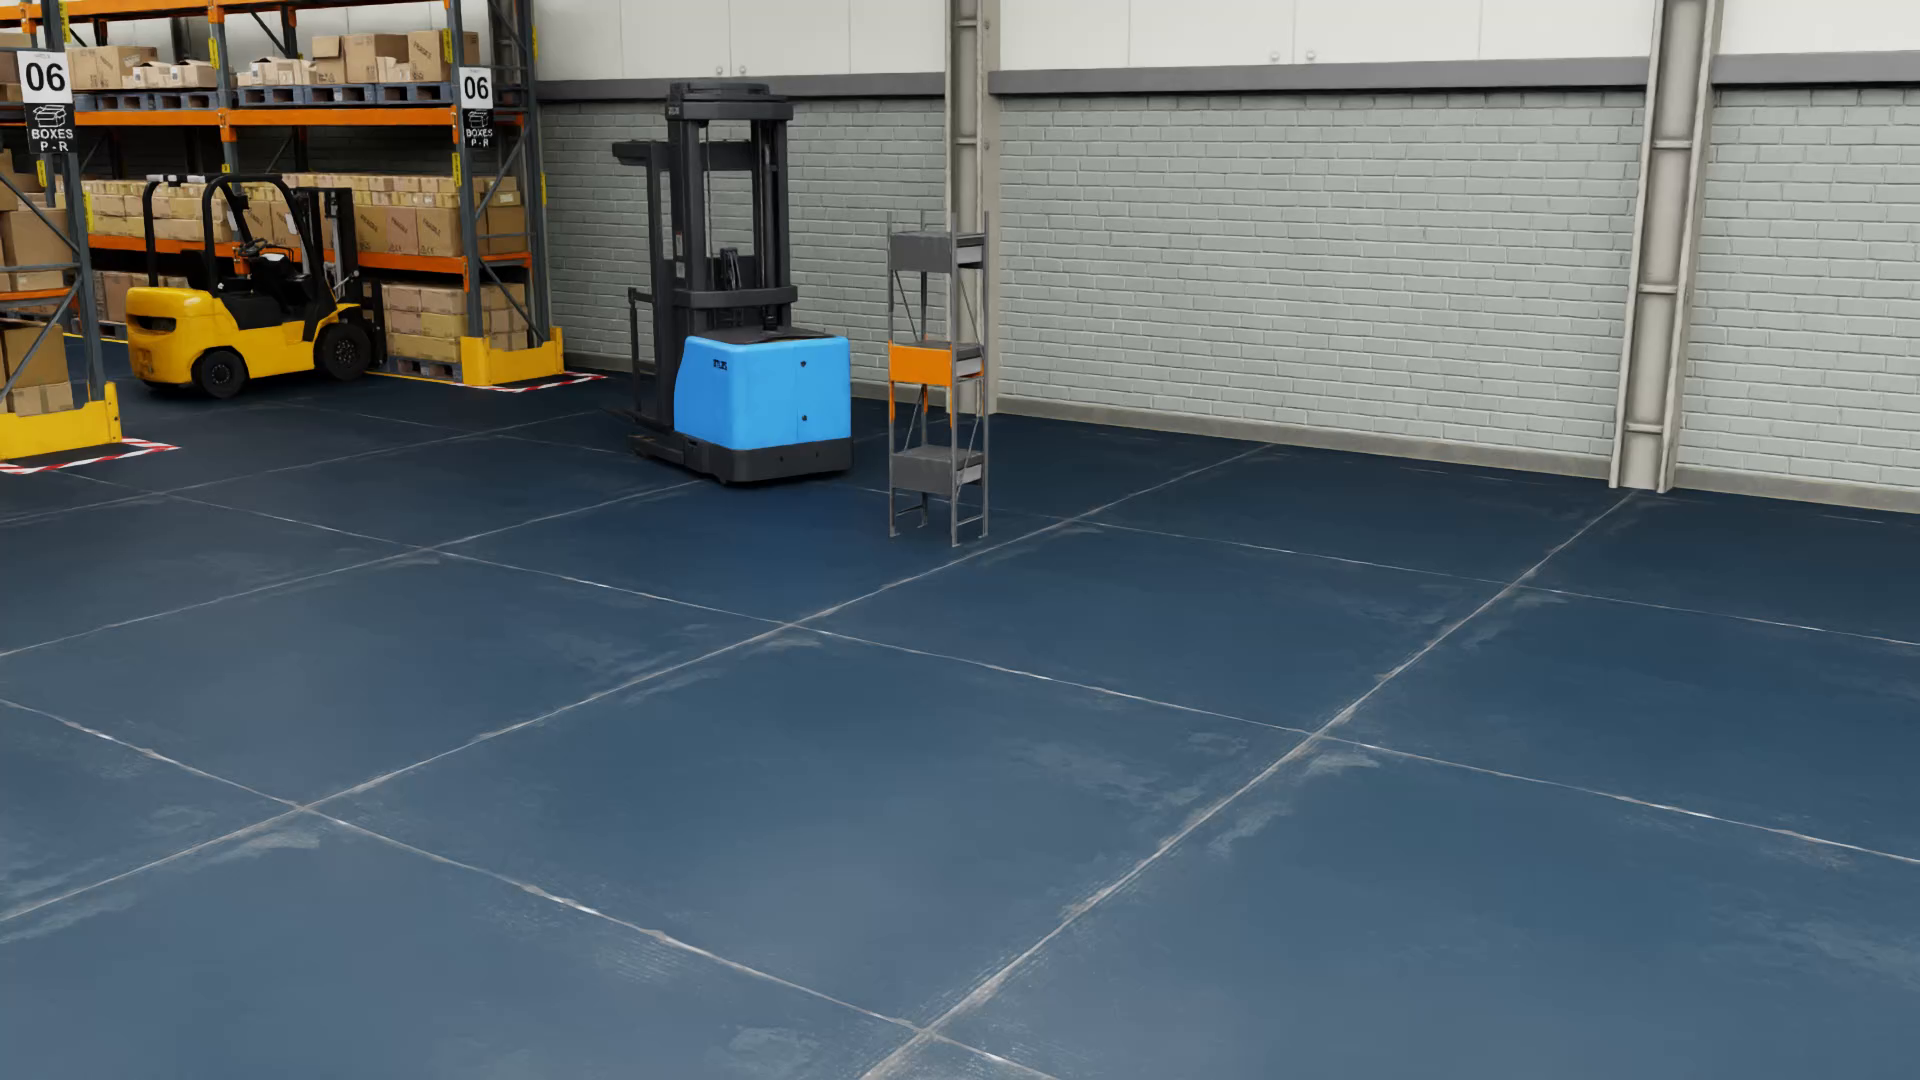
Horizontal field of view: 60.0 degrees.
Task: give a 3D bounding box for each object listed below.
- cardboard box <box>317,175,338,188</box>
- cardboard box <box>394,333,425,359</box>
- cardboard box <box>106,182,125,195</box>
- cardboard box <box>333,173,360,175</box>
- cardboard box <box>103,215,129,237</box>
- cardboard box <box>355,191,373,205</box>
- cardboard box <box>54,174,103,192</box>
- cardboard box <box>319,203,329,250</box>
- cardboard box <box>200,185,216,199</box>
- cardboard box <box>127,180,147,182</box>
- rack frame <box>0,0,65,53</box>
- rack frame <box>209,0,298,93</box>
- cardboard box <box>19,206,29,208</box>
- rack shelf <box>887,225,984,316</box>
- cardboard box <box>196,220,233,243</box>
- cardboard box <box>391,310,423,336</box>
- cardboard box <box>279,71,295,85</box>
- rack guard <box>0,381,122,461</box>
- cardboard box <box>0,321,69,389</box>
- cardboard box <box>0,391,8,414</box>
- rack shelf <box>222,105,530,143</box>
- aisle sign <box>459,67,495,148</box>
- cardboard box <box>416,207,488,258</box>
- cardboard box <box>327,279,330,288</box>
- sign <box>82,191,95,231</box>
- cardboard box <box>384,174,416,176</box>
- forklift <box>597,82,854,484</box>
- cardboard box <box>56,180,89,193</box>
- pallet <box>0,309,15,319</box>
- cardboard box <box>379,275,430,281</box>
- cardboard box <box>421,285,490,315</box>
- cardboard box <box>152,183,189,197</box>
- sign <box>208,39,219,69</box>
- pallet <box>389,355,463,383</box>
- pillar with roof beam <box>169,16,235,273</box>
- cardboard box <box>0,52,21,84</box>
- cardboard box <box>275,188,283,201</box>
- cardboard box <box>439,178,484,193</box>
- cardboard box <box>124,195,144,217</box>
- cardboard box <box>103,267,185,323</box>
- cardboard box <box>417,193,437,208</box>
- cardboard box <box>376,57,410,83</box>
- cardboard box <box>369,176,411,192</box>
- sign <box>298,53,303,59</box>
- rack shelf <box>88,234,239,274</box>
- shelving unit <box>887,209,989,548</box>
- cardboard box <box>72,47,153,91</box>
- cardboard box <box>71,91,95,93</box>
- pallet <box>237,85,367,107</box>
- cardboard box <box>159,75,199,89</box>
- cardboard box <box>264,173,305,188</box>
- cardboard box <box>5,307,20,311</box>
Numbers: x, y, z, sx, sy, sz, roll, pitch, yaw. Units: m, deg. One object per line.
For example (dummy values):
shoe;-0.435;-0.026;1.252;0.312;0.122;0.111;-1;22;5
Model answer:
cardboard box;-6.897;-3.976;18.467;0.250;0.149;0.380;9;17;33
cardboard box;-5.764;-2.129;18.029;0.500;0.250;0.500;9;17;33
cardboard box;-10.429;-4.401;20.800;0.250;0.149;0.380;9;17;33
cardboard box;-7.021;-4.157;19.196;0.250;0.149;0.380;9;16;32
cardboard box;-10.351;-3.947;20.837;0.500;0.250;0.500;9;16;31
cardboard box;-6.312;-3.712;18.019;0.250;0.149;0.380;9;17;33
cardboard box;-11.768;-4.617;22.148;0.500;0.500;0.500;10;17;35
cardboard box;-7.025;-3.530;18.634;0.500;0.500;0.500;9;17;32
cardboard box;-8.741;-4.123;19.680;0.250;0.149;0.380;9;16;32
cardboard box;-10.585;-4.564;21.461;0.250;0.149;0.380;9;17;33
rack frame;-7.557;-5.113;12.751;0.127;3.000;1.000;9;17;33
rack frame;-8.109;-6.640;18.918;0.127;3.000;1.000;9;17;33
cardboard box;-8.227;-2.581;14.182;0.500;0.500;0.500;10;17;35
rack shelf;-0.137;-1.708;10.496;0.480;0.518;0.431;9;17;33
cardboard box;-8.674;-3.670;19.719;0.500;0.250;0.500;10;17;34
cardboard box;-5.779;-2.375;17.984;0.500;0.250;0.500;9;17;32
cardboard box;-7.269;-5.090;18.342;0.250;0.149;0.380;10;17;34
rack guard;-7.620;-0.998;13.813;0.348;0.500;1.175;9;17;33
cardboard box;-8.092;-1.600;14.334;0.500;0.500;0.500;9;16;31
cardboard box;-8.398;-1.128;13.986;0.500;0.250;0.500;9;17;33
rack shelf;-6.450;-4.566;18.281;4.000;0.370;1.077;9;17;33
aisle sign;-4.900;-4.386;16.887;0.004;0.787;0.394;9;17;33
cardboard box;-5.345;-3.253;17.515;0.500;0.500;0.500;9;16;32
cardboard box;-7.045;-2.820;18.738;0.500;0.250;0.500;10;17;35
sign;-7.255;-2.729;13.805;0.005;0.325;0.100;9;17;33
cardboard box;-6.217;-4.000;18.561;0.250;0.149;0.380;9;17;33
forklift;-2.070;-2.139;13.366;1.130;2.935;3.031;-9;17;-34
cardboard box;-11.328;-4.526;21.306;0.250;0.149;0.380;10;17;34
pallet;-13.035;-3.182;23.237;1.213;0.211;1.003;9;17;33
cardboard box;-6.330;-2.853;18.875;0.500;0.250;0.500;9;16;32
cardboard box;-5.346;-2.545;17.630;0.500;0.250;0.500;10;17;35
cardboard box;-9.594;-4.258;20.223;0.250;0.149;0.380;9;17;33
sign;-8.404;-5.478;18.736;0.005;0.325;0.100;9;17;33
pallet;-5.448;-1.932;18.187;1.213;0.211;1.003;9;17;33
pillar with roof beam;-12.246;-6.323;17.637;0.400;9.000;9.100;9;17;33
cardboard box;-7.826;-3.849;13.581;0.500;0.250;0.500;9;16;32
cardboard box;-7.544;-3.932;18.907;0.250;0.149;0.380;9;17;33
cardboard box;-5.205;-3.705;17.370;0.250;0.149;0.380;9;17;33
cardboard box;-9.920;-4.121;20.500;0.500;0.250;0.500;9;17;34
cardboard box;-10.372;-3.143;21.344;0.625;0.625;0.875;10;17;35
cardboard box;-5.463;-3.573;17.458;0.250;0.149;0.380;9;17;34
cardboard box;-5.858;-4.919;17.407;0.258;0.266;0.396;9;17;33
cardboard box;-6.103;-3.823;17.845;0.250;0.149;0.380;10;17;34
sign;-7.801;-5.584;19.655;0.005;0.325;0.100;9;17;33
rack shelf;-9.769;-3.647;20.809;4.000;0.370;1.077;9;17;33
shelving unit;-0.137;-1.041;10.661;0.503;2.100;0.431;9;17;33
cardboard box;-10.489;-5.827;20.589;0.500;0.500;0.700;9;16;32
cardboard box;-11.598;-5.937;21.806;0.250;0.149;0.380;9;17;33
pallet;-7.387;-5.031;18.848;1.213;0.211;1.003;9;17;33
cardboard box;-9.191;-5.401;19.597;0.250;0.149;0.380;9;17;33
cardboard box;-7.733;-4.120;19.047;0.250;0.149;0.380;9;17;34
cardboard box;-12.744;-3.407;22.673;0.500;0.500;0.500;10;17;35
